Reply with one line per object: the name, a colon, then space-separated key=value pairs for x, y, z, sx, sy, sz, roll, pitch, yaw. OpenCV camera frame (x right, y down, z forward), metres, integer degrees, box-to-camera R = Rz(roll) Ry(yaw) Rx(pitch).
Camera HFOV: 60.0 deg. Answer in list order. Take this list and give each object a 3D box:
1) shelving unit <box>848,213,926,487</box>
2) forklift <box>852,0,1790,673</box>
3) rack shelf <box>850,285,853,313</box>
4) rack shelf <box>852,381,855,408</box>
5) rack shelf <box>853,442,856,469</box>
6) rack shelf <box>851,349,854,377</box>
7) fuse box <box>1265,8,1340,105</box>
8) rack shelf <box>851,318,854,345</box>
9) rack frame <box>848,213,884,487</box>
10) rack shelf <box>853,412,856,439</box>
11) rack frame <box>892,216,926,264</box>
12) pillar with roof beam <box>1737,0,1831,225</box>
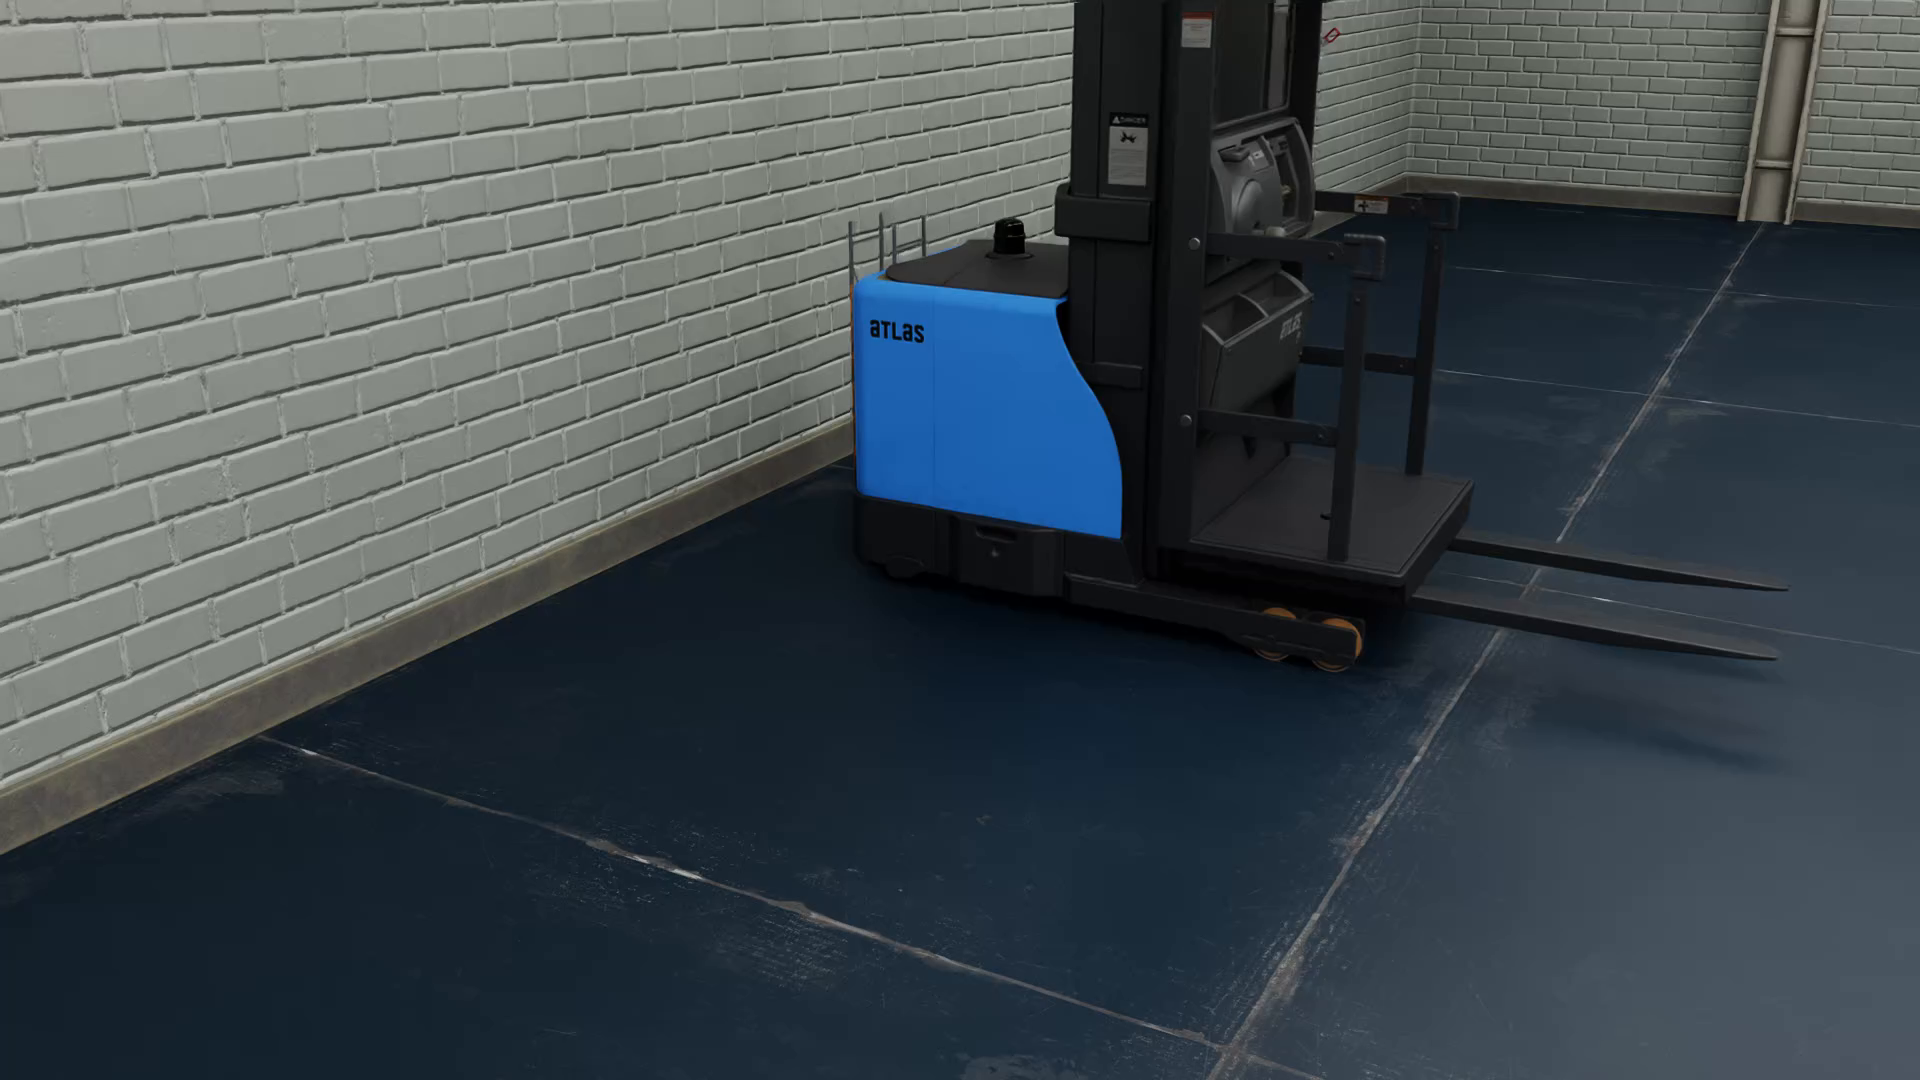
shelving unit: x=-0.266 y=-0.611 z=6.289 sx=0.189 sy=1.200 sz=0.258 roll=10 pitch=22 yaw=26
forklift: x=1.162 y=-1.169 z=5.289 sx=3.031 sy=2.935 sz=1.130 roll=10 pitch=22 yaw=26
rack shelf: x=-0.266 y=-0.907 z=6.182 sx=0.180 sy=0.103 sz=0.258 roll=10 pitch=22 yaw=26
rack shelf: x=-0.266 y=-0.569 z=6.305 sx=0.180 sy=0.103 sz=0.258 roll=10 pitch=22 yaw=26
rack shelf: x=-0.266 y=-0.343 z=6.386 sx=0.180 sy=0.103 sz=0.258 roll=10 pitch=22 yaw=26
rack shelf: x=-0.266 y=-0.682 z=6.264 sx=0.180 sy=0.103 sz=0.258 roll=10 pitch=22 yaw=26
fuse box: x=2.278 y=-2.749 z=11.434 sx=0.414 sy=1.711 sz=0.539 roll=11 pitch=23 yaw=27
rack shelf: x=-0.266 y=-0.795 z=6.223 sx=0.180 sy=0.103 sz=0.258 roll=10 pitch=22 yaw=26
rack frame: x=-0.346 y=-0.625 z=6.330 sx=0.006 sy=1.200 sz=0.240 roll=10 pitch=22 yaw=26
rack shelf: x=-0.266 y=-0.456 z=6.345 sx=0.180 sy=0.103 sz=0.258 roll=10 pitch=22 yaw=26
rack frame: x=-0.185 y=-0.596 z=6.249 sx=0.006 sy=1.200 sz=0.240 roll=10 pitch=22 yaw=26
pillar with roof beam: x=4.464 y=-5.557 z=8.487 sx=0.400 sy=9.000 sz=9.100 roll=11 pitch=23 yaw=27
